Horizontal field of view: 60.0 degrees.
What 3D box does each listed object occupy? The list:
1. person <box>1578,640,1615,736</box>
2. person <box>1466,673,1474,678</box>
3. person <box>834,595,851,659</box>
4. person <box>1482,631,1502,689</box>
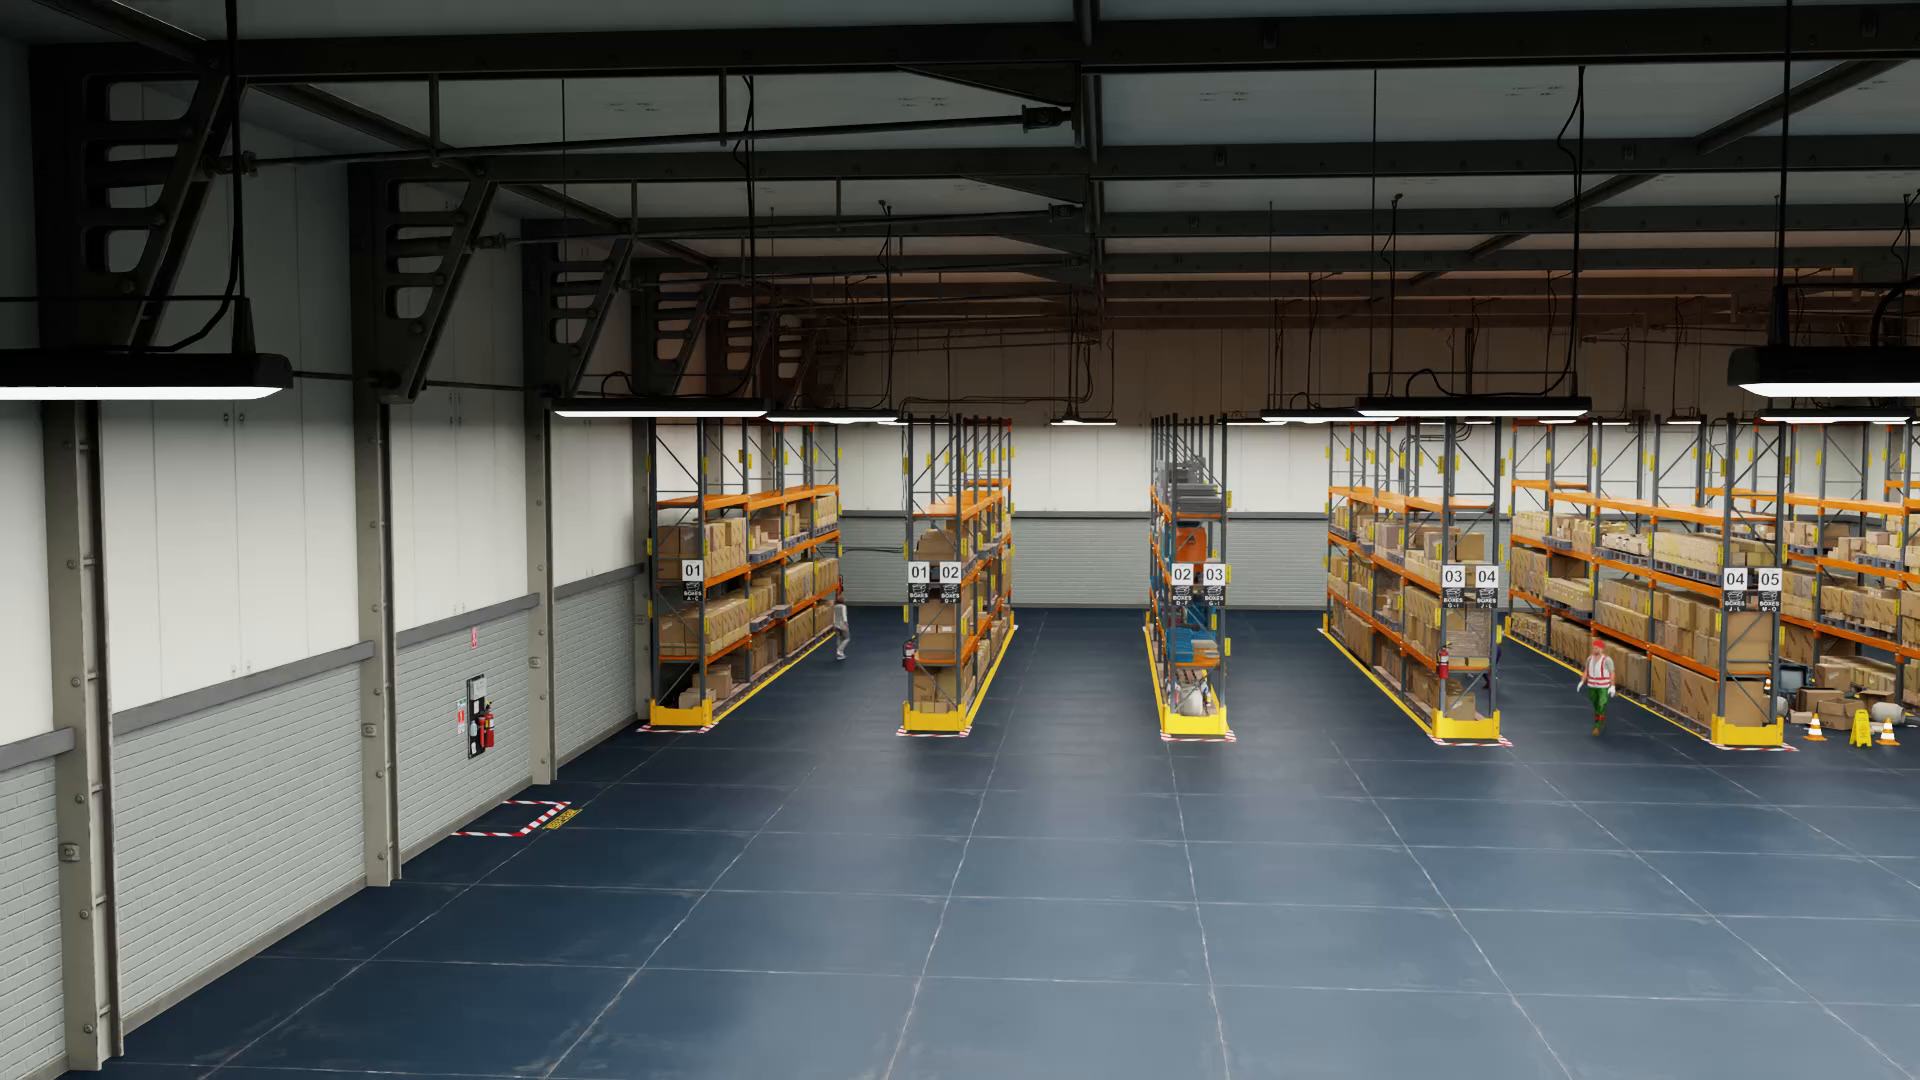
[{"bbox_3d":[11.922,2.734,31.118,0.642,1.731,1.051,3,5,40],"label":"person"},{"bbox_3d":[11.753,2.326,38.314,0.503,1.604,1.034,0,4,2],"label":"person"},{"bbox_3d":[-2.972,2.161,41.110,0.453,1.598,0.435,3,5,41],"label":"person"},{"bbox_3d":[11.687,2.473,36.562,0.552,1.602,0.603,-1,4,-13],"label":"person"}]
